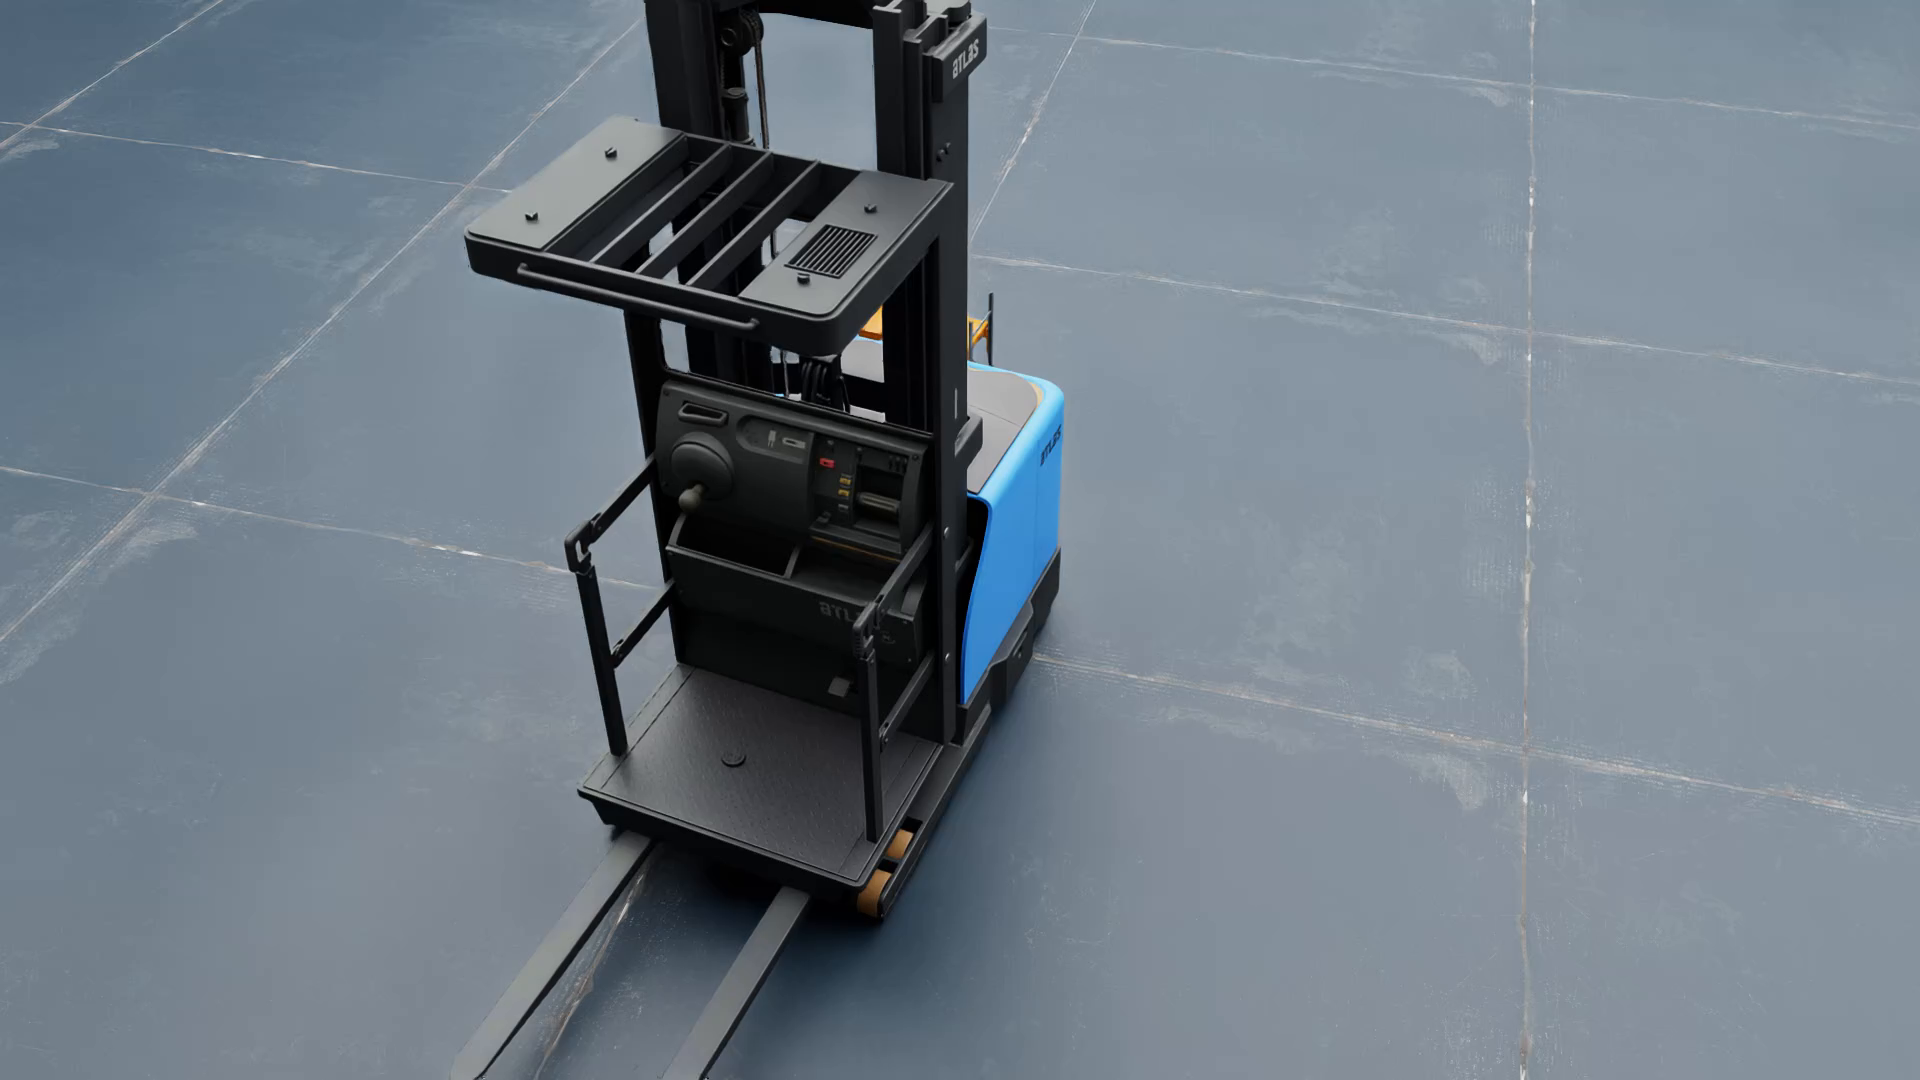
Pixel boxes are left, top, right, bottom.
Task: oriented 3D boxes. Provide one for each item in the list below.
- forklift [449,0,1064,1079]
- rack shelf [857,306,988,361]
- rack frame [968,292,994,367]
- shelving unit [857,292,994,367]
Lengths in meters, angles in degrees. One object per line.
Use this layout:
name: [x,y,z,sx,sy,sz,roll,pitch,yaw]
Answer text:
forklift: [-0.633,-0.144,5.143,1.130,2.935,3.031,15,42,17]
rack shelf: [-0.144,-0.808,6.667,0.480,0.148,0.258,15,42,17]
rack frame: [0.082,-0.447,6.849,0.015,1.200,0.240,15,42,17]
shelving unit: [-0.144,-0.507,6.920,0.503,1.200,0.258,15,42,17]
